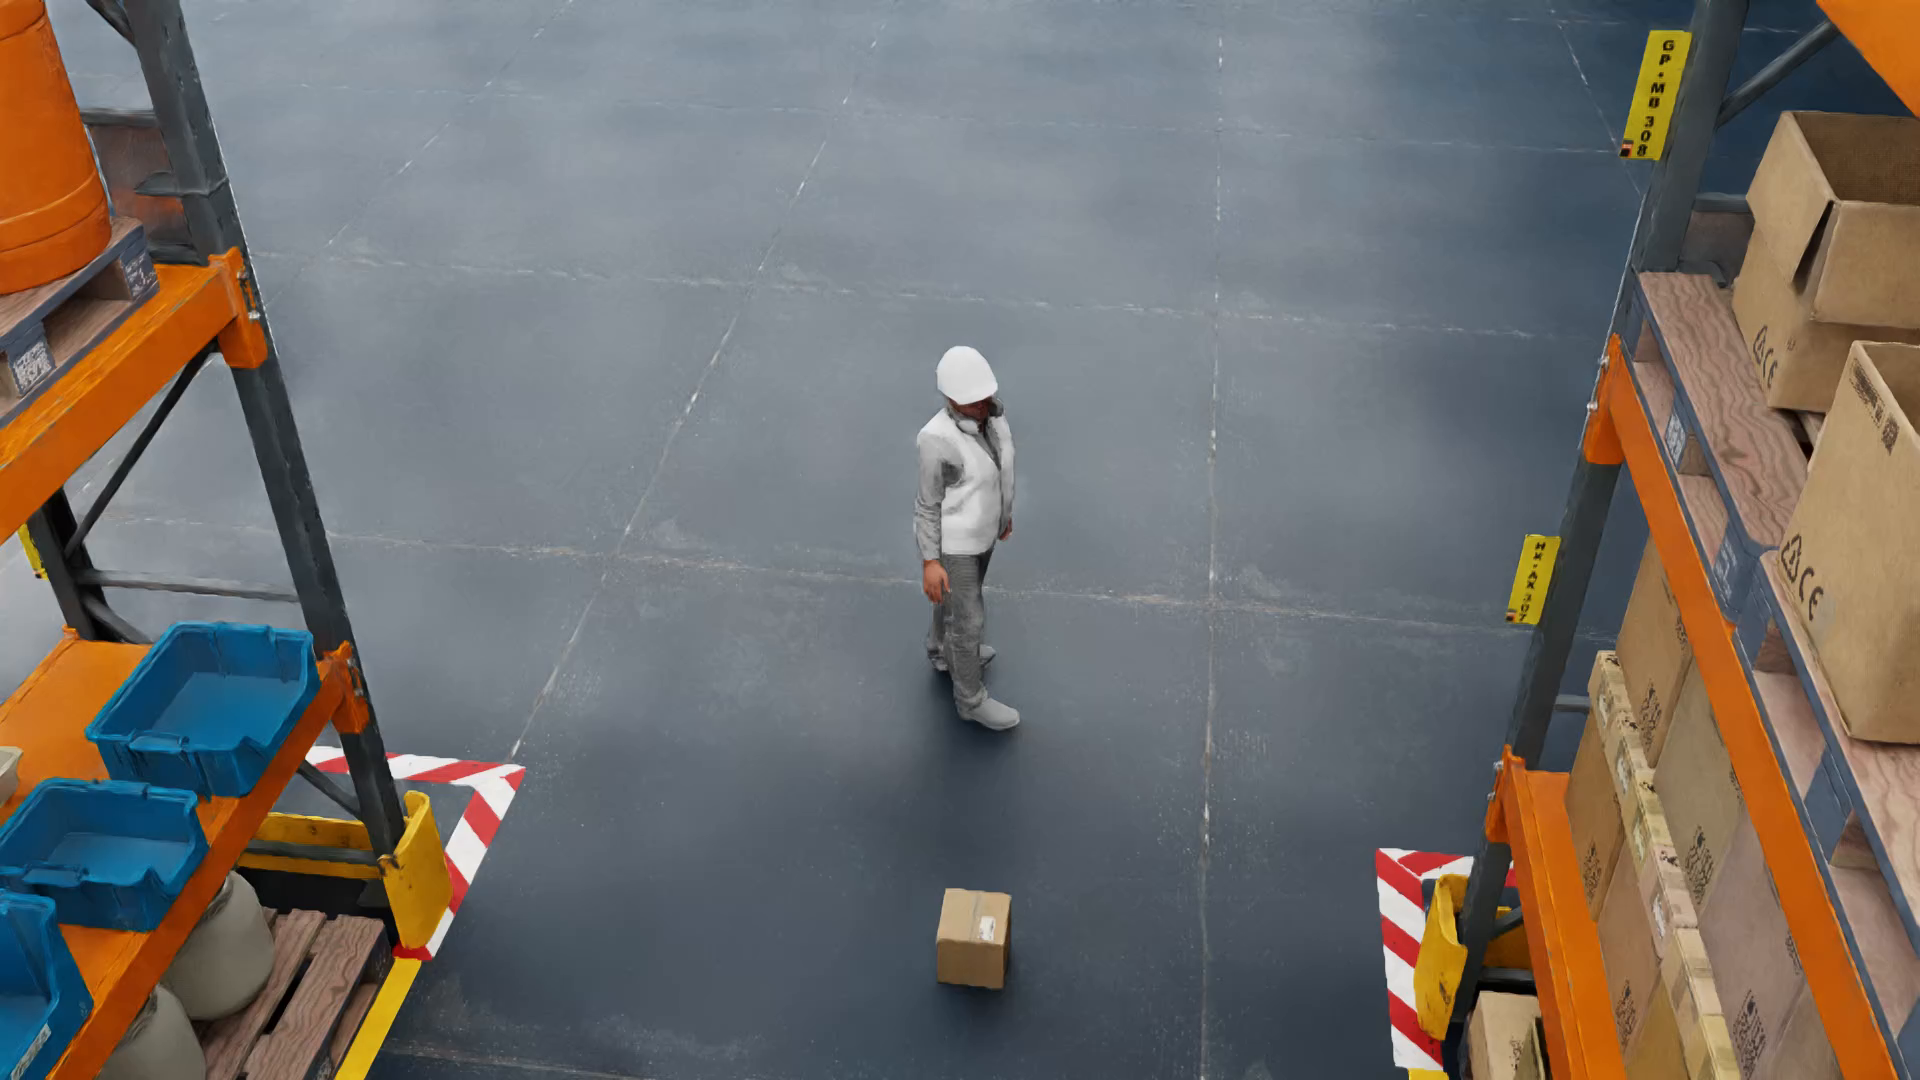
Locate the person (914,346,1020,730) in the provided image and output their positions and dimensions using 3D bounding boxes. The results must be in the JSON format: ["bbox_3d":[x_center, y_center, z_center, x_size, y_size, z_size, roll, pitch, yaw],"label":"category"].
[{"bbox_3d":[0.057,-0.014,6.997,0.578,1.770,0.640,17,39,22],"label":"person"}]
